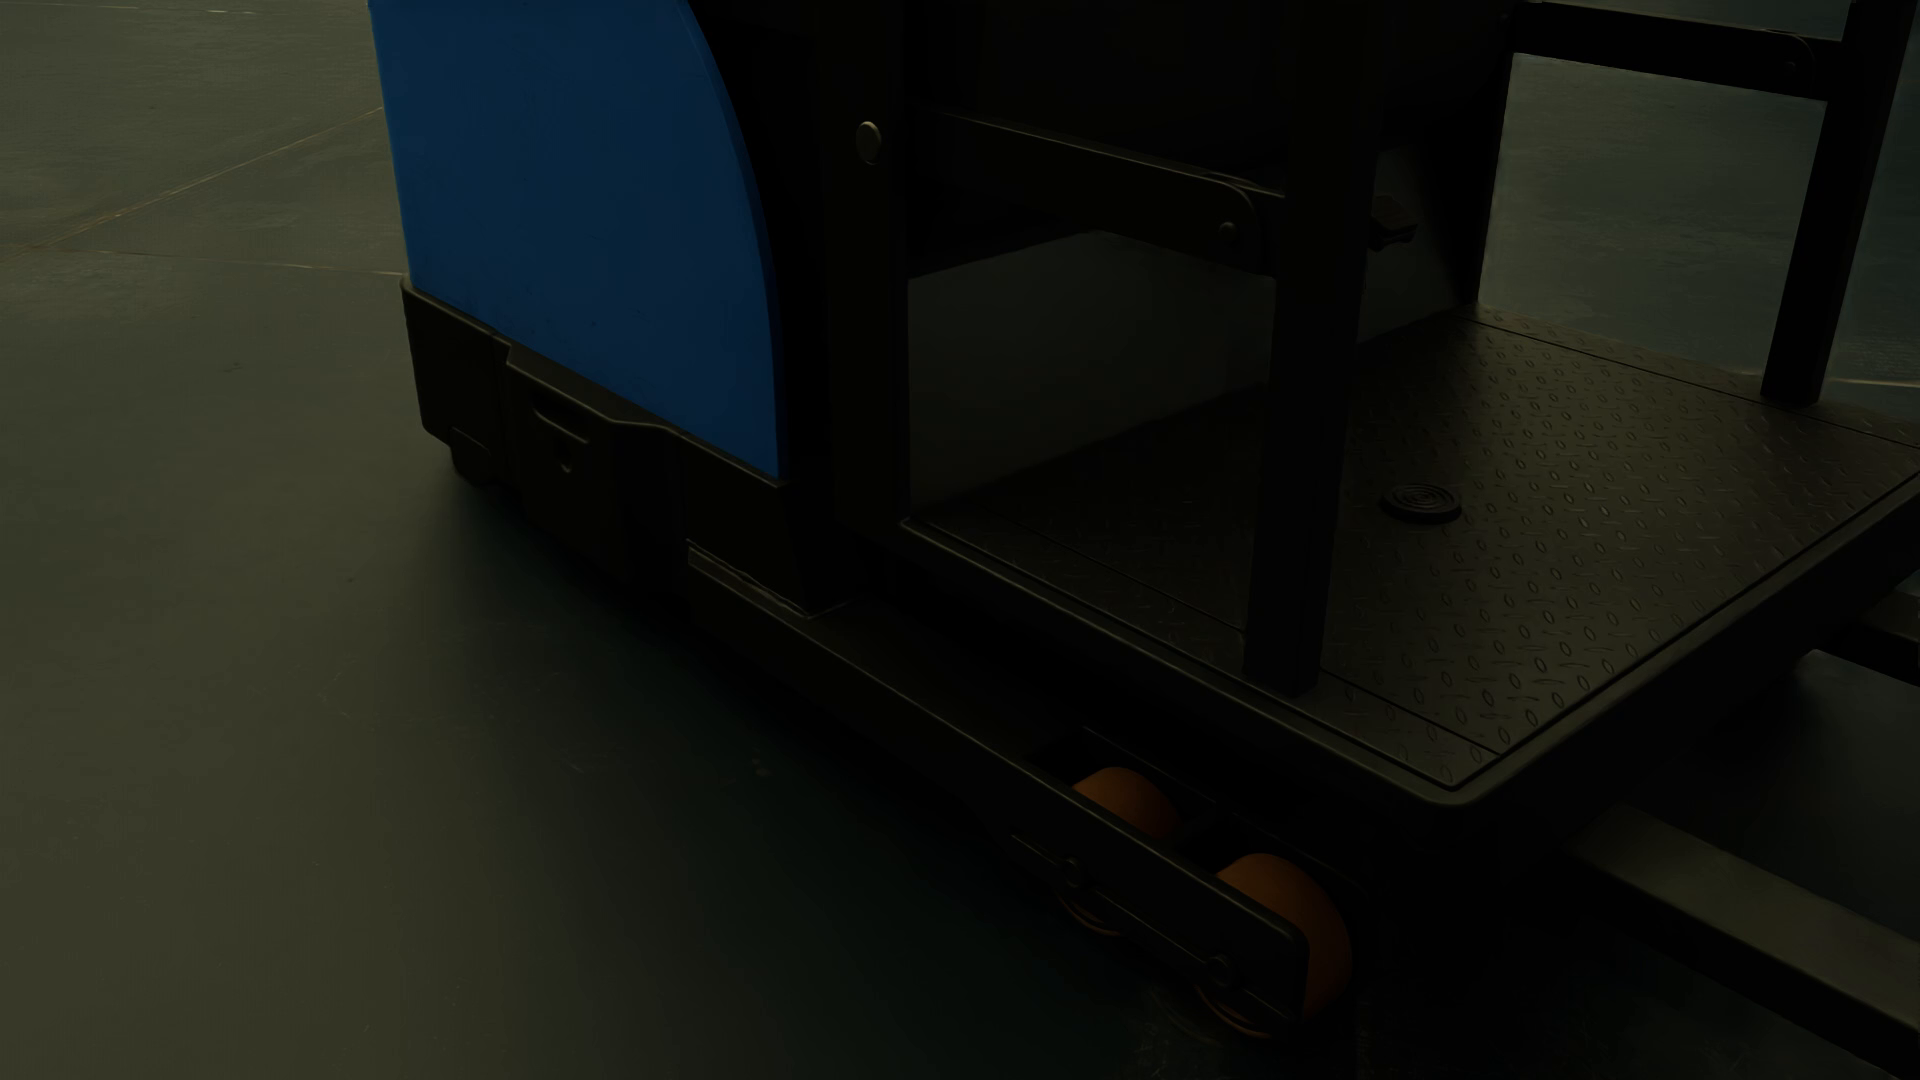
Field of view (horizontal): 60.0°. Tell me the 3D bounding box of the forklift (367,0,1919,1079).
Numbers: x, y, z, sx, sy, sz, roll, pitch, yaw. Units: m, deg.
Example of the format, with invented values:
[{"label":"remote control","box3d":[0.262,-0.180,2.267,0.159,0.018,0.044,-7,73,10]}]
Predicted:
[{"label":"forklift","box3d":[0.472,-1.100,1.427,1.130,2.935,3.031,-22,34,-36]}]
